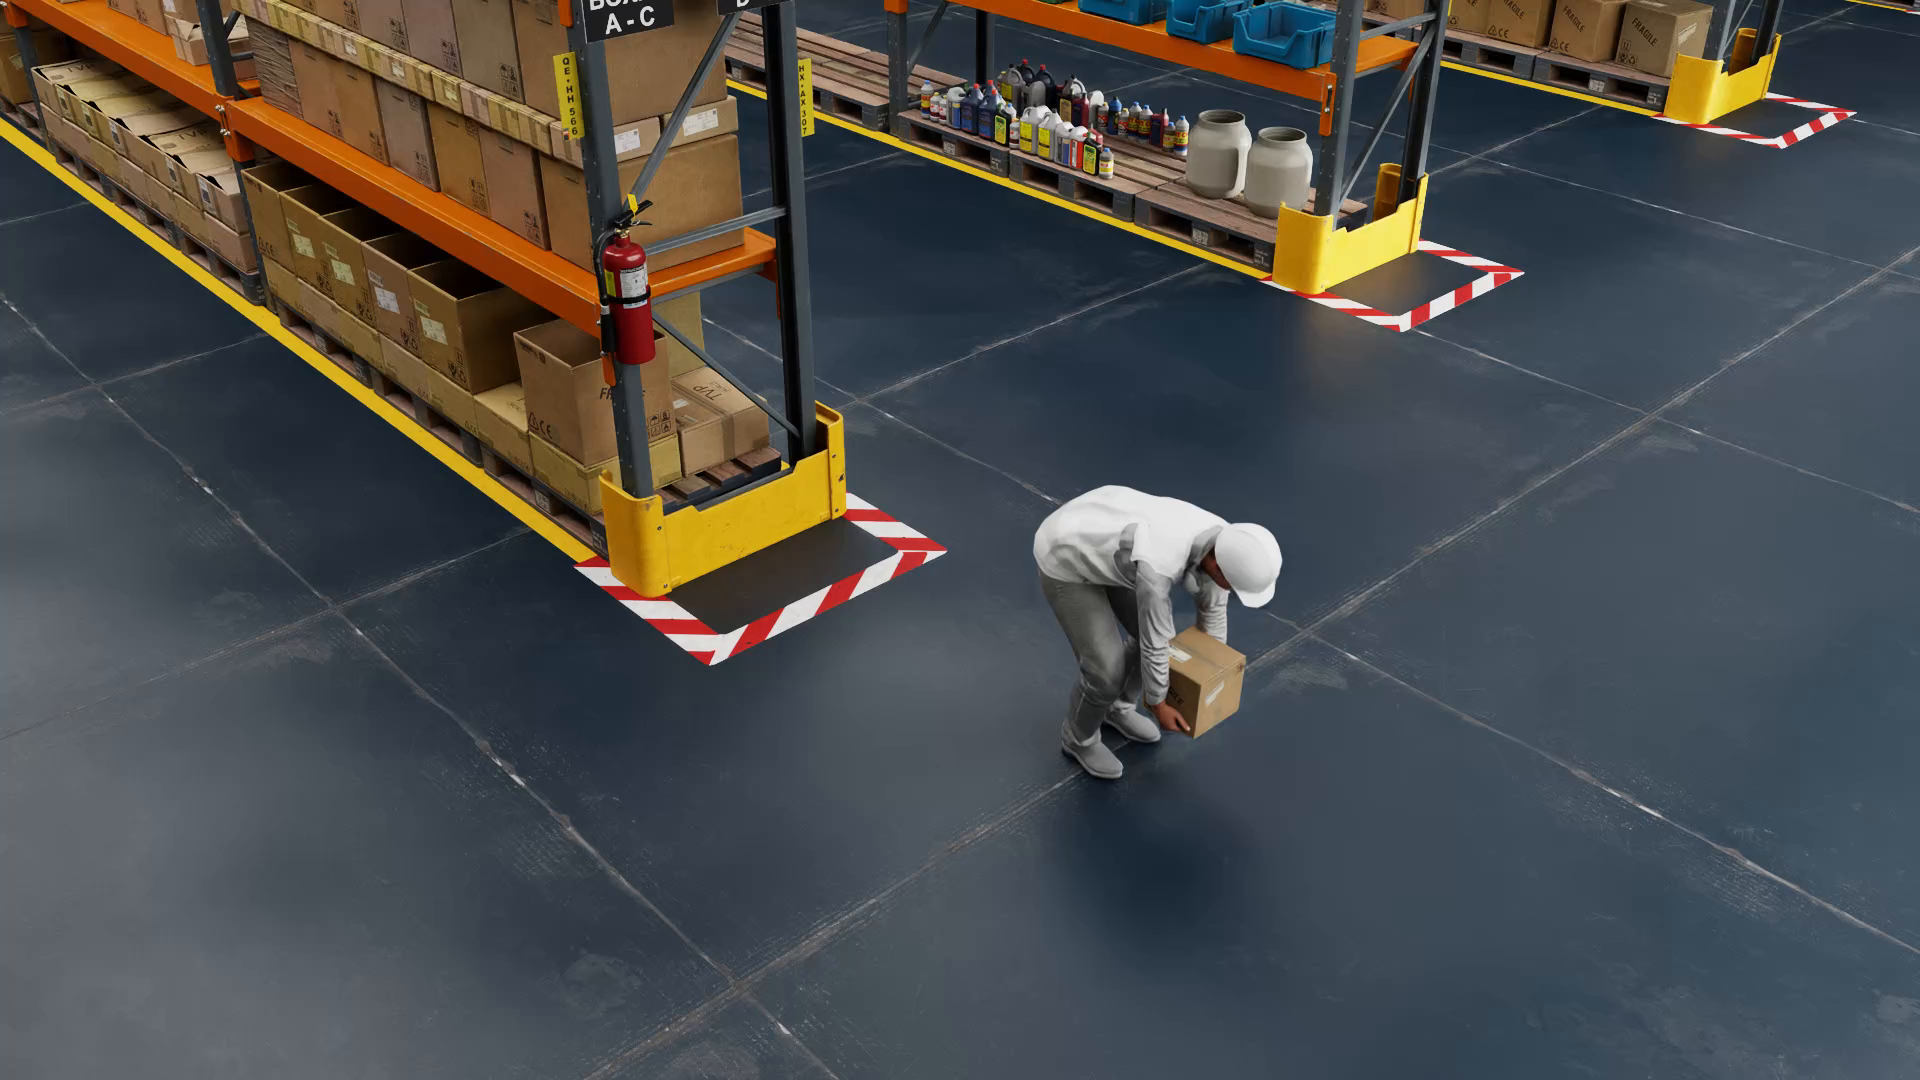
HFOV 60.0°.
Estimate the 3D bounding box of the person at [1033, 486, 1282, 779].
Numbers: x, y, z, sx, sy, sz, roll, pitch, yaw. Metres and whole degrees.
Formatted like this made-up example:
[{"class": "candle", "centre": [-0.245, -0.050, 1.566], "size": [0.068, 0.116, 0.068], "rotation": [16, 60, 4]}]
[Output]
[{"class": "person", "centre": [0.708, 0.345, 6.071], "size": [0.975, 1.226, 0.473], "rotation": [28, 41, 37]}]
